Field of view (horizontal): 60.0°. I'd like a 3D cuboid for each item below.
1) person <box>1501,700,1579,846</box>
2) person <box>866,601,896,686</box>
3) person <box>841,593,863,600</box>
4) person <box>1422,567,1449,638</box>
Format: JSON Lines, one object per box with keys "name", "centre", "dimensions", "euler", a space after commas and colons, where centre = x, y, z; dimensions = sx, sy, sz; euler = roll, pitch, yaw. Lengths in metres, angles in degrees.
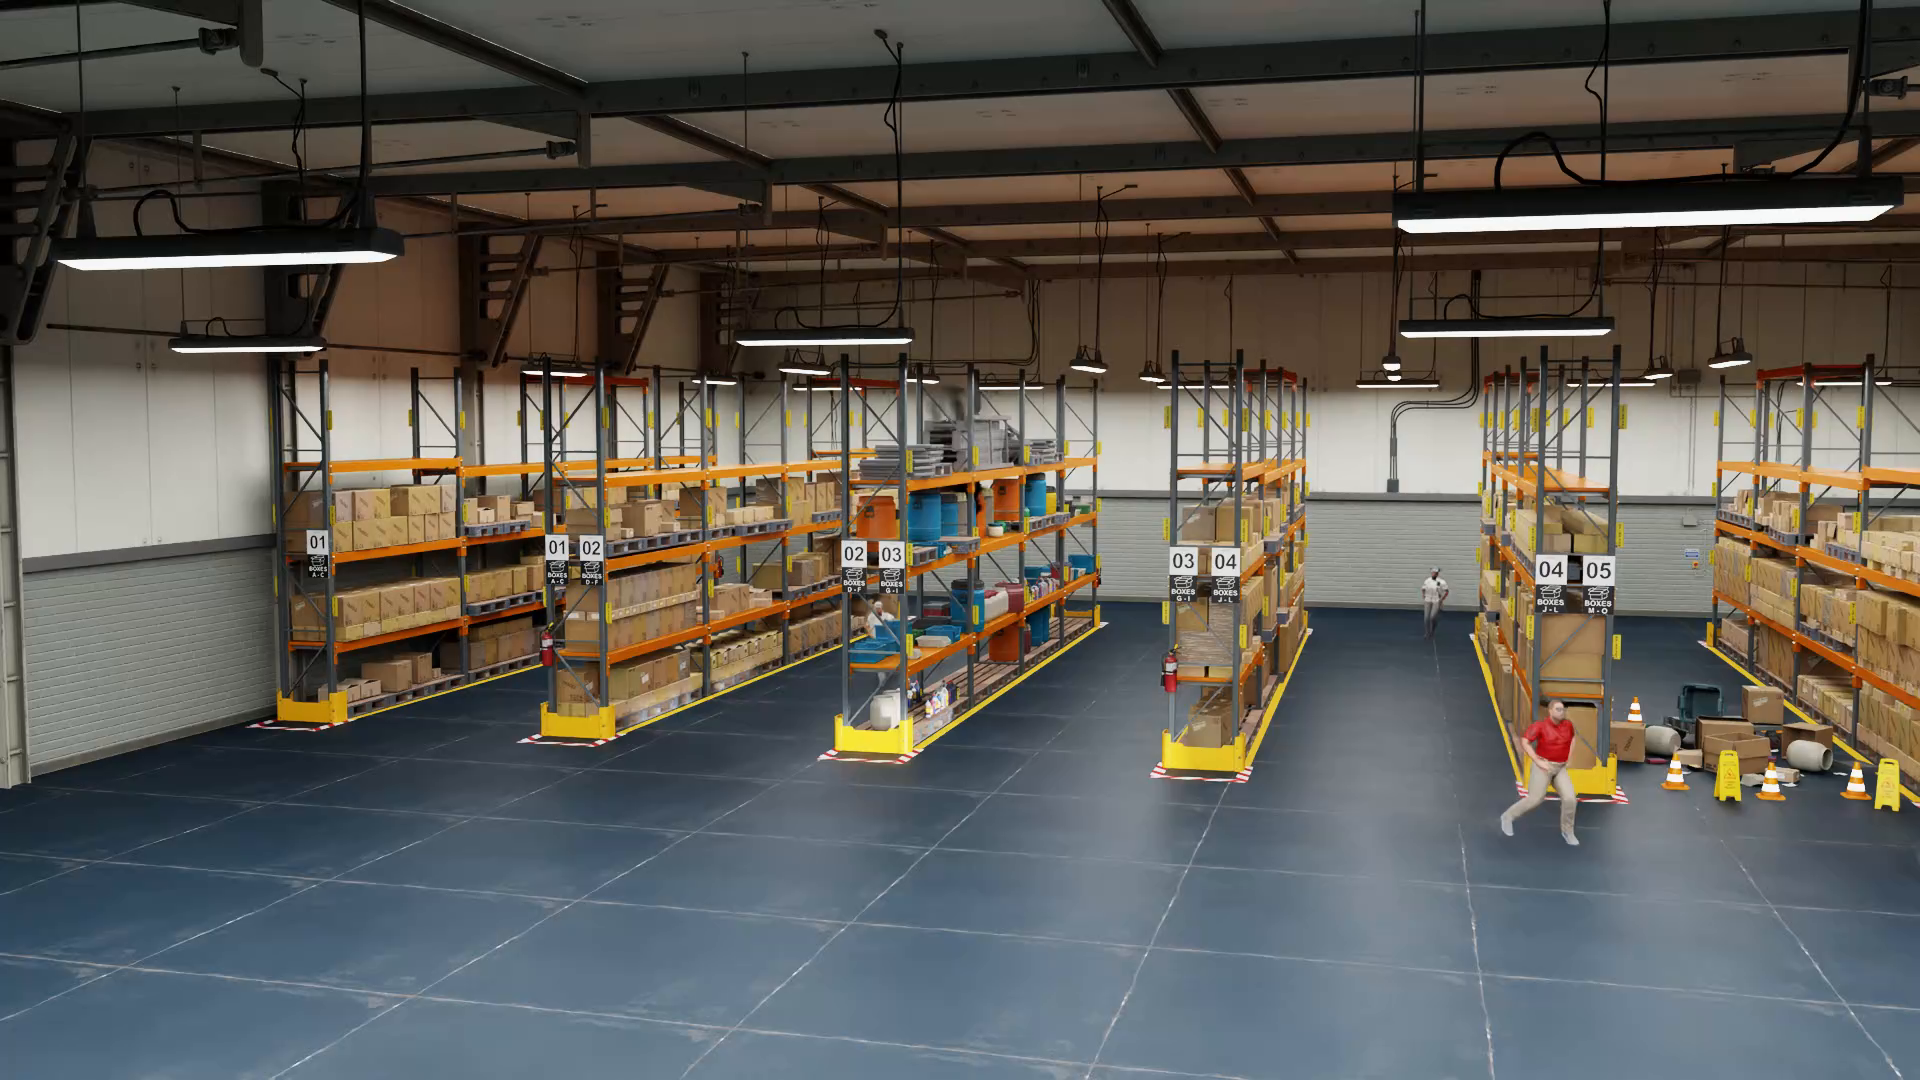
{"name": "person", "centre": [6.977, 2.761, 19.805], "dimensions": [0.897, 1.736, 0.735], "euler": [-1, 4, -20]}
{"name": "person", "centre": [-1.488, 1.953, 31.532], "dimensions": [0.591, 1.611, 0.716], "euler": [1, 4, 17]}
{"name": "person", "centre": [-2.758, 1.088, 43.343], "dimensions": [0.828, 1.615, 0.548], "euler": [3, 5, 32]}
{"name": "person", "centre": [10.827, 1.439, 38.055], "dimensions": [0.590, 1.667, 0.552], "euler": [3, 5, 35]}
